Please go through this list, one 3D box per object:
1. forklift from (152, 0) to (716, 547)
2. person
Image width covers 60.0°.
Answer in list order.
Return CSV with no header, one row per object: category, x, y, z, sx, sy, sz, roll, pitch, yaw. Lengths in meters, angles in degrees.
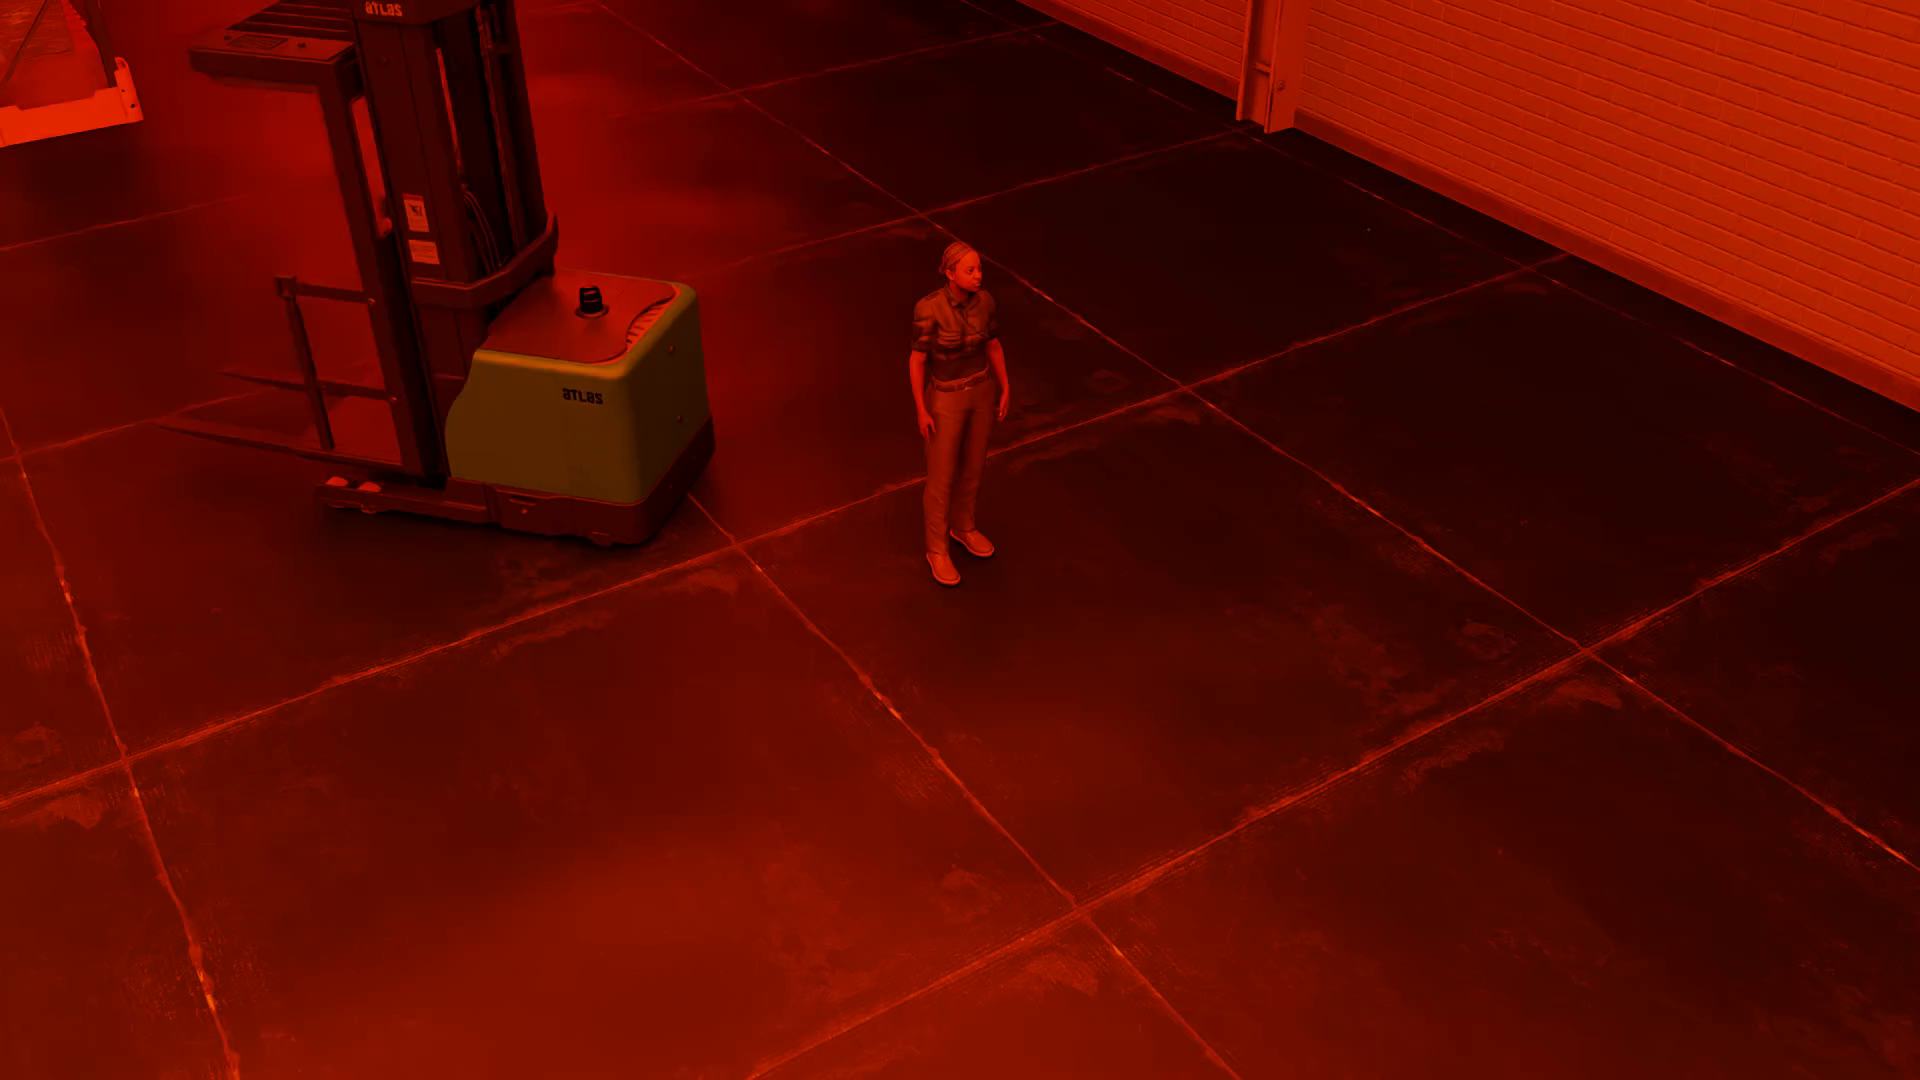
forklift,-2.941,-1.624,8.458,3.031,2.935,1.130,9,36,12
person,0.032,-0.630,8.152,0.570,1.644,0.503,-21,40,-27
